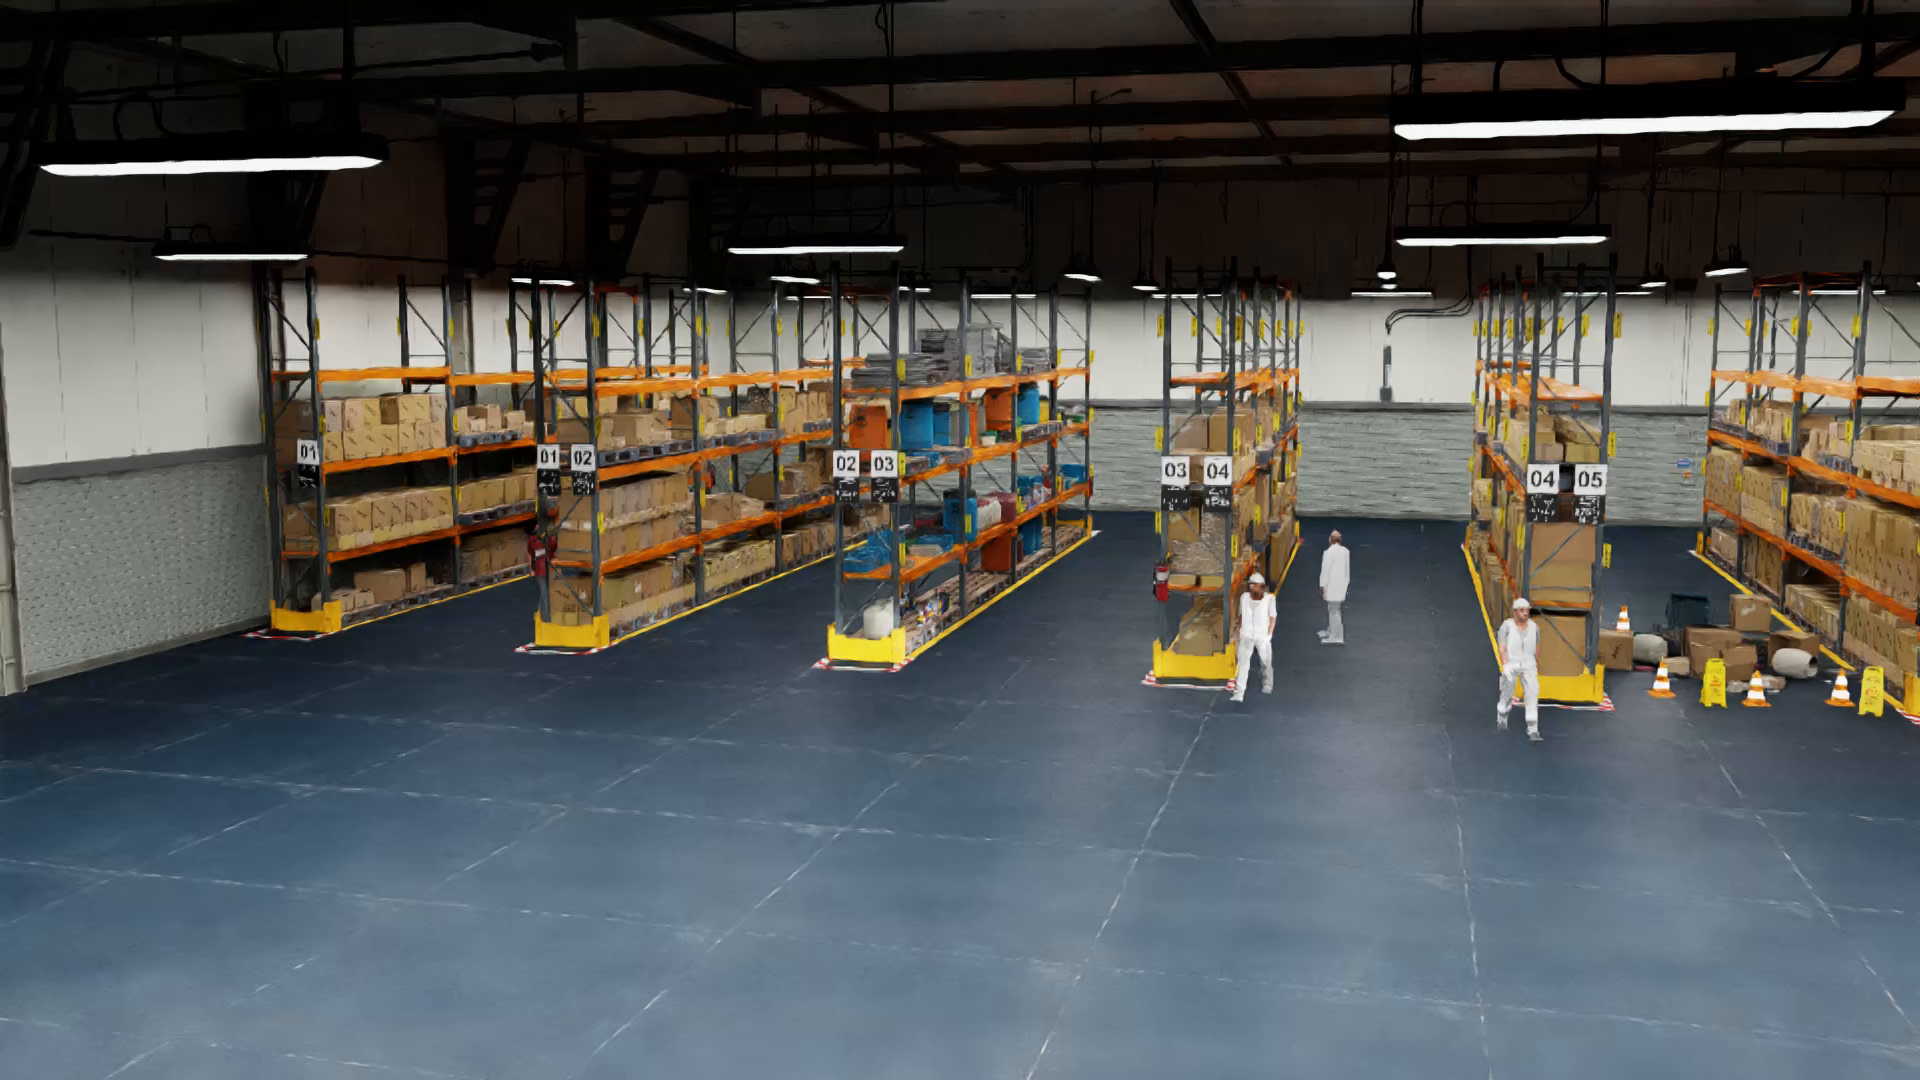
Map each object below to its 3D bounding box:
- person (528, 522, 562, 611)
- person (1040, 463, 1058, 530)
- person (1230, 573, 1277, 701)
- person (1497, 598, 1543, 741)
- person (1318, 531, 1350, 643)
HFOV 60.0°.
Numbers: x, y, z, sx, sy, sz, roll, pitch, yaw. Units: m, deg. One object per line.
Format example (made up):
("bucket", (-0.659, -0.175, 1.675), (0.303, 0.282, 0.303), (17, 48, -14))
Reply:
("person", (-7.287, 0.498, 28.991), (0.542, 1.645, 1.126), (2, 8, 17))
("person", (2.022, -0.972, 39.756), (0.547, 1.714, 0.695), (-4, 8, -31))
("person", (3.997, 1.297, 22.445), (0.552, 1.724, 1.036), (3, 8, 23))
("person", (6.843, 1.559, 20.365), (0.528, 1.728, 1.032), (1, 7, 6))
("person", (5.959, 0.781, 26.645), (0.677, 1.671, 0.630), (-7, 10, -43))
